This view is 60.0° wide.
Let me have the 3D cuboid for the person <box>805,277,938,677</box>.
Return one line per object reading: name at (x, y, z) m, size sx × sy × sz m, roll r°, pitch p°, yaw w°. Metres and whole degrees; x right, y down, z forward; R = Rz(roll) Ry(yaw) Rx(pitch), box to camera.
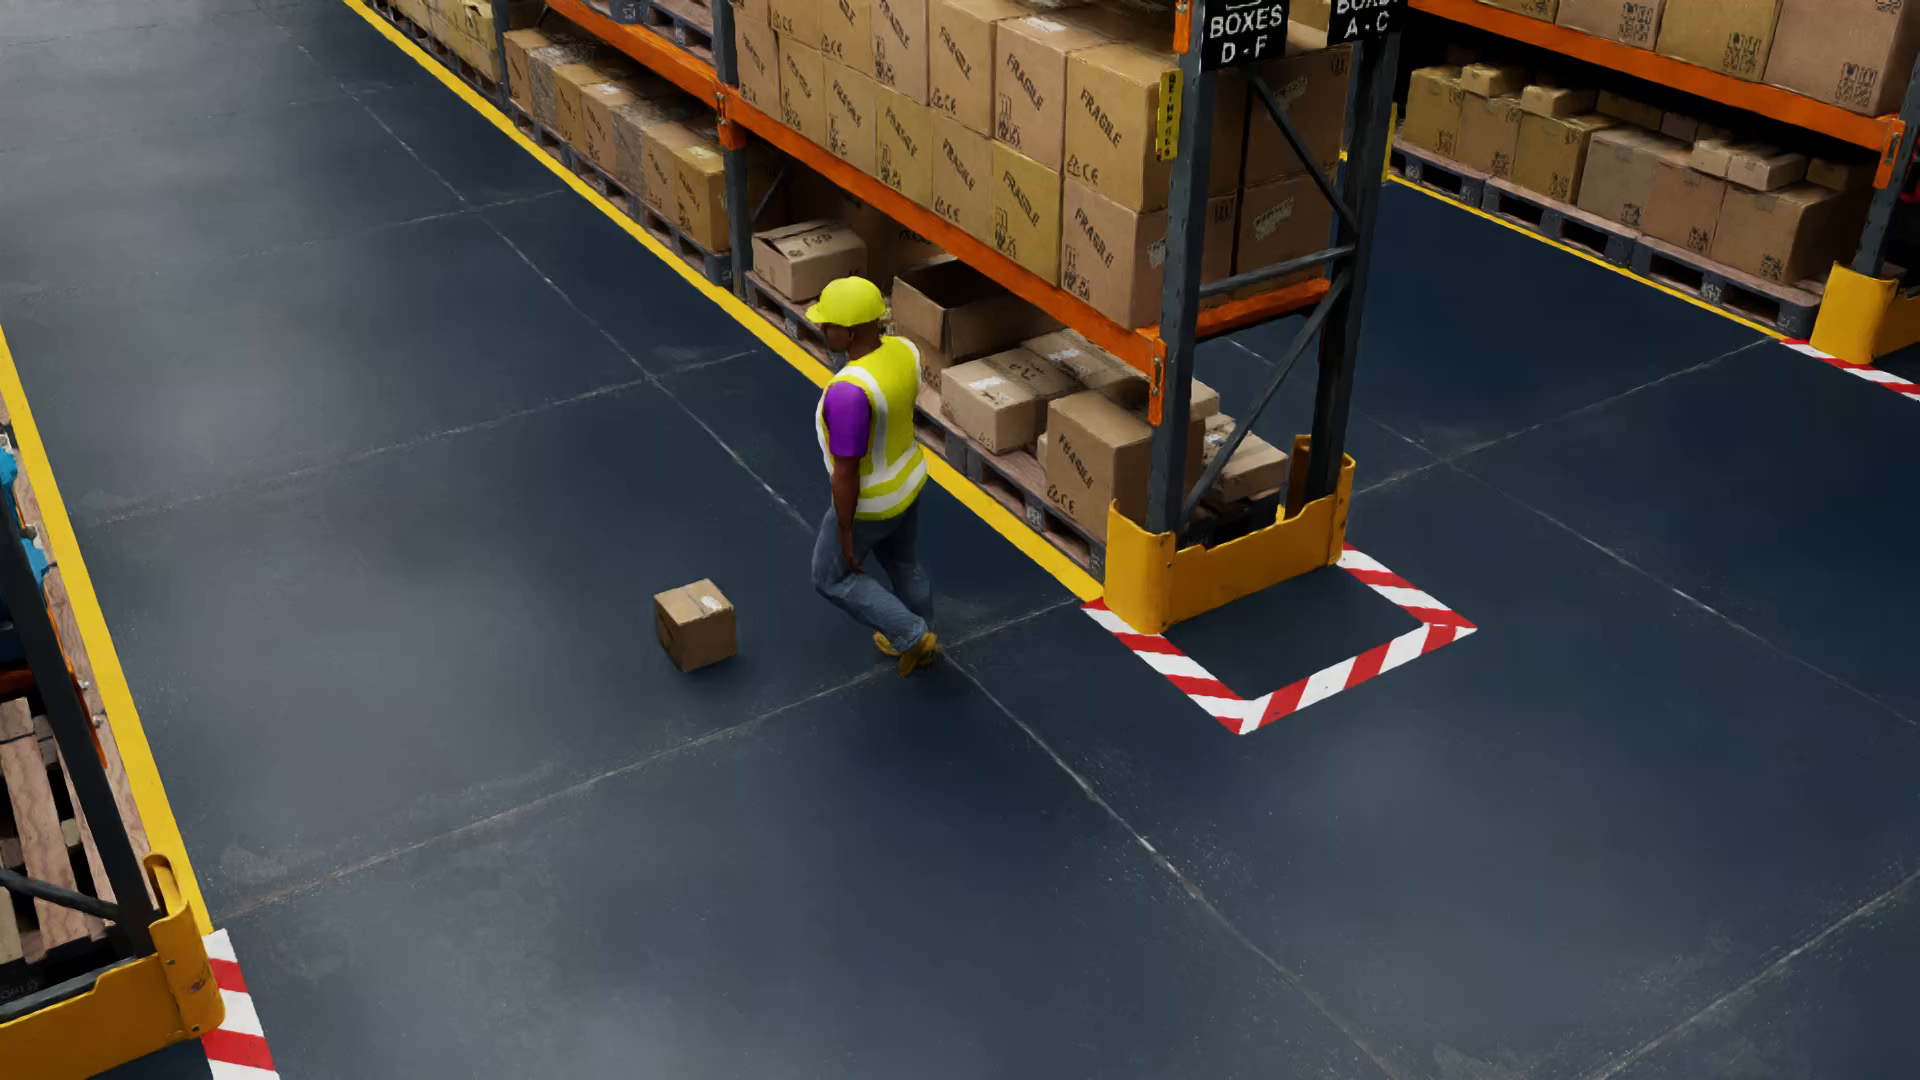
person at (-0.304, -0.191, 6.384) m, size 0.494 × 1.754 × 0.726 m, roll 13°, pitch 35°, yaw 20°
